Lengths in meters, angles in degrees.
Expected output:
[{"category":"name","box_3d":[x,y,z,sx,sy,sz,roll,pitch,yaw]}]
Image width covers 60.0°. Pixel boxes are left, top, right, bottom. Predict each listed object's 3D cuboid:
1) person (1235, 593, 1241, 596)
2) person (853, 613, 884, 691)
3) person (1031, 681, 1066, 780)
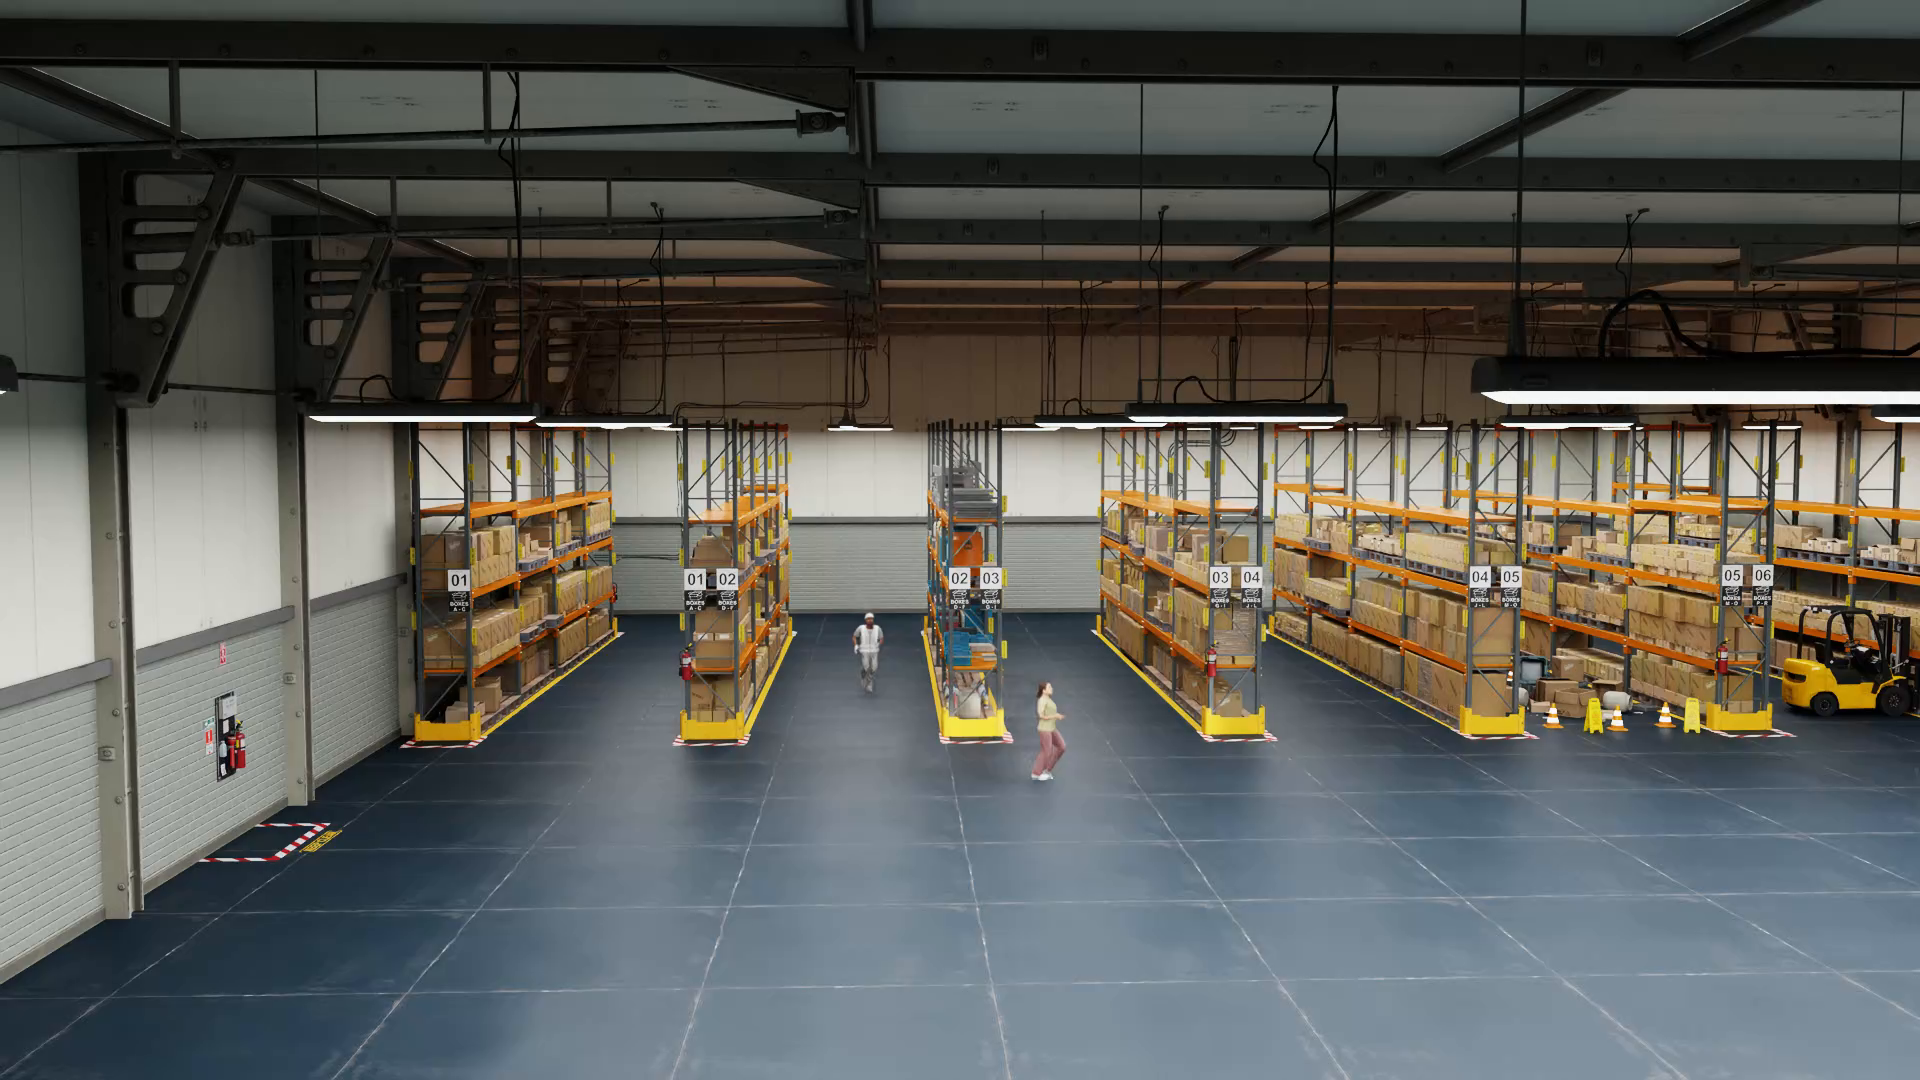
[{"category":"person","box_3d":[7.711,1.915,47.353,0.600,1.548,0.753,1,4,18]},{"category":"person","box_3d":[-2.002,2.490,36.810,0.675,1.739,0.597,-1,4,-14]},{"category":"person","box_3d":[1.465,3.139,27.367,0.595,1.656,0.562,1,4,21]}]
